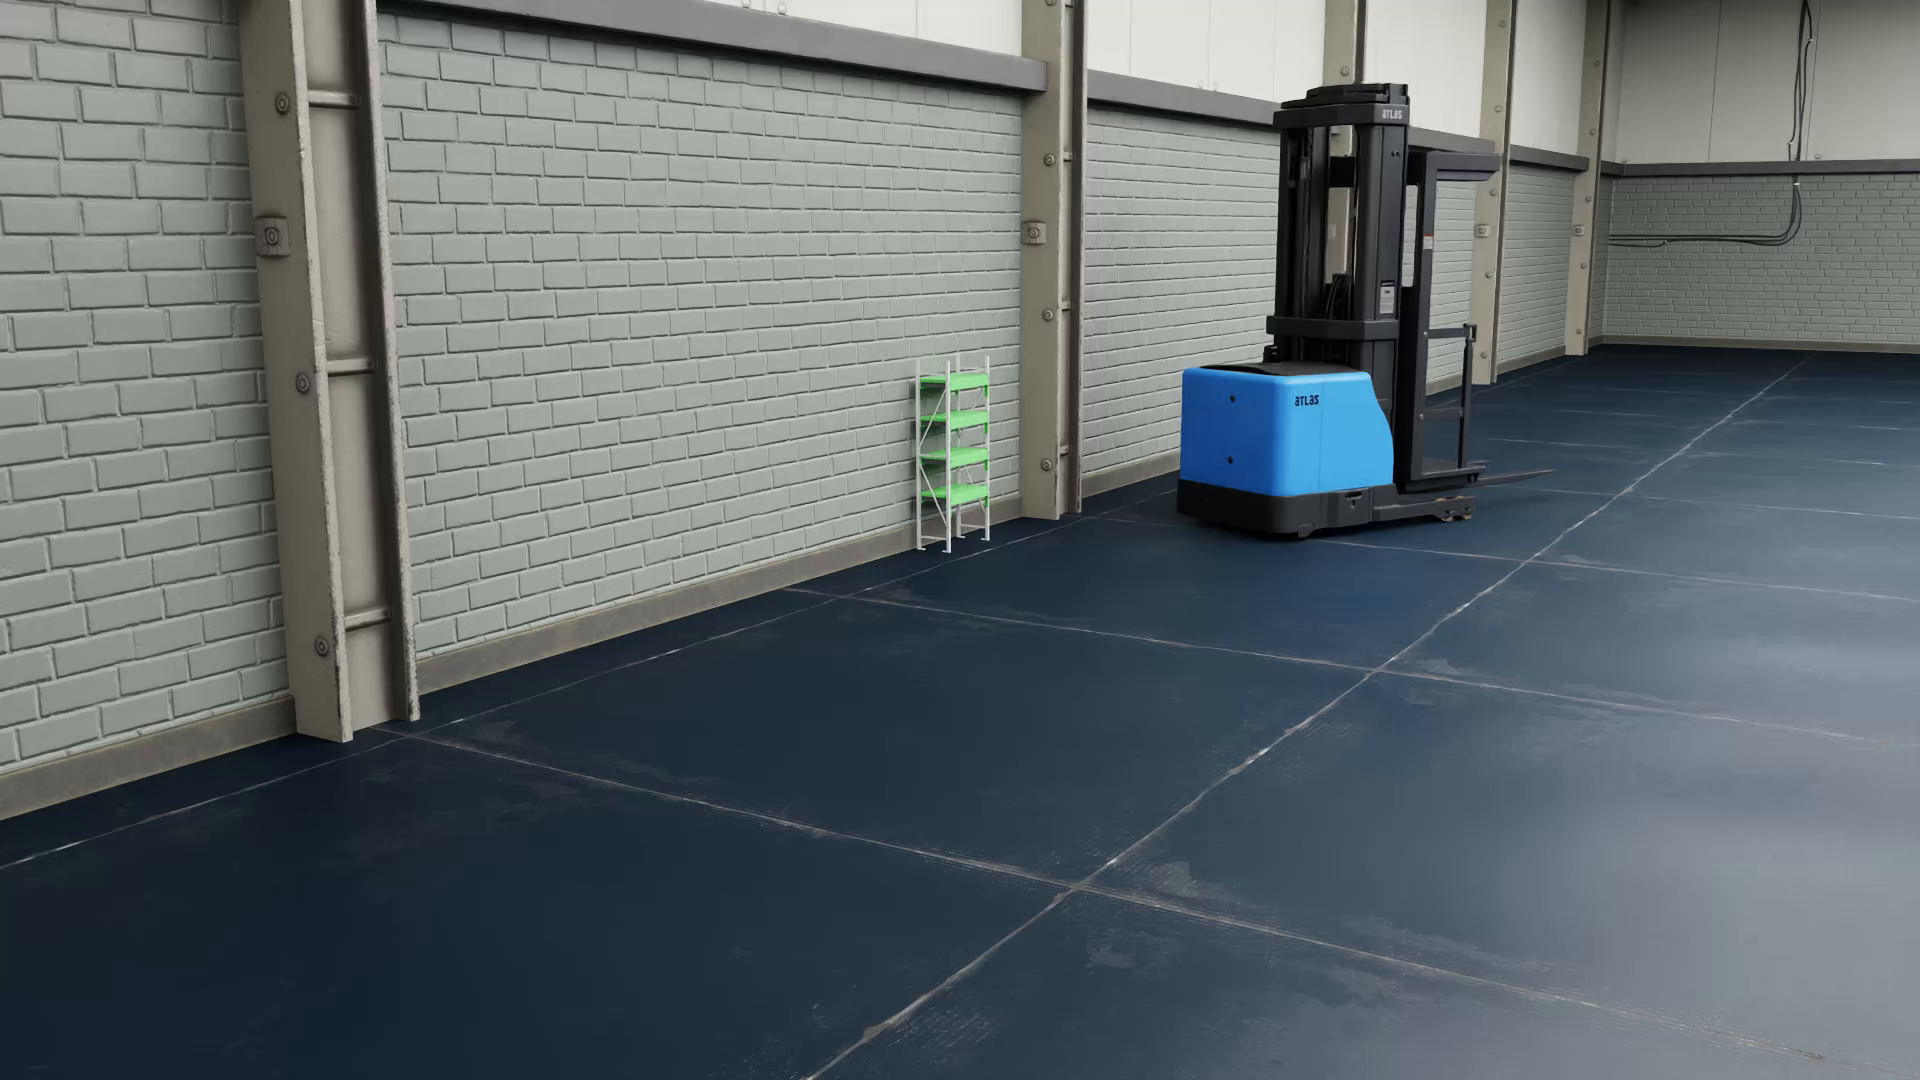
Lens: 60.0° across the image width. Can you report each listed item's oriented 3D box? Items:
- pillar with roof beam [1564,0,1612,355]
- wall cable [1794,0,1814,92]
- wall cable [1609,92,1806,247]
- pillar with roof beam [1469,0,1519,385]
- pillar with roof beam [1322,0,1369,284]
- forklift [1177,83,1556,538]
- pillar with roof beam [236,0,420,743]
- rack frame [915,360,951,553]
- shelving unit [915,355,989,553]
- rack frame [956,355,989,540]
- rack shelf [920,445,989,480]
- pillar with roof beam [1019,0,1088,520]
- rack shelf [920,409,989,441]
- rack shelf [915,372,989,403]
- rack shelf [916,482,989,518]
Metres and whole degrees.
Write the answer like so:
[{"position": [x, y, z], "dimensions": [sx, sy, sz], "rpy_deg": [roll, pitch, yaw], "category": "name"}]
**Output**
[{"position": [13.666, -7.029, 23.962], "dimensions": [9.100, 9.000, 0.400], "rpy_deg": [6, 12, 31], "category": "pillar with roof beam"}, {"position": [14.958, -8.475, 26.400], "dimensions": [3.097, 2.526, 0.112], "rpy_deg": [6, 12, 31], "category": "wall cable"}, {"position": [12.646, -6.251, 28.245], "dimensions": [3.097, 2.526, 0.112], "rpy_deg": [6, 12, 31], "category": "wall cable"}, {"position": [10.550, -6.086, 18.922], "dimensions": [9.100, 9.000, 0.400], "rpy_deg": [6, 12, 31], "category": "pillar with roof beam"}, {"position": [7.435, -5.142, 13.881], "dimensions": [9.100, 9.000, 0.400], "rpy_deg": [6, 12, 31], "category": "pillar with roof beam"}, {"position": [3.010, -1.639, 11.656], "dimensions": [3.031, 2.935, 1.130], "rpy_deg": [-7, 13, -33], "category": "forklift"}, {"position": [1.205, -3.255, 3.801], "dimensions": [9.100, 9.000, 0.400], "rpy_deg": [6, 12, 31], "category": "pillar with roof beam"}, {"position": [-0.168, -0.521, 10.389], "dimensions": [0.240, 1.200, 0.015], "rpy_deg": [6, 12, 30], "category": "rack frame"}, {"position": [-0.044, -0.560, 10.595], "dimensions": [0.258, 1.200, 0.503], "rpy_deg": [6, 12, 30], "category": "shelving unit"}, {"position": [0.081, -0.598, 10.801], "dimensions": [0.240, 1.200, 0.015], "rpy_deg": [6, 12, 30], "category": "rack frame"}, {"position": [-0.043, -0.497, 10.607], "dimensions": [0.258, 0.148, 0.480], "rpy_deg": [6, 12, 30], "category": "rack shelf"}, {"position": [4.320, -4.199, 8.841], "dimensions": [9.100, 9.000, 0.400], "rpy_deg": [6, 12, 31], "category": "pillar with roof beam"}, {"position": [-0.044, -0.733, 10.563], "dimensions": [0.258, 0.148, 0.480], "rpy_deg": [6, 12, 30], "category": "rack shelf"}, {"position": [-0.045, -0.969, 10.519], "dimensions": [0.258, 0.148, 0.480], "rpy_deg": [6, 12, 30], "category": "rack shelf"}, {"position": [-0.042, -0.261, 10.650], "dimensions": [0.258, 0.148, 0.480], "rpy_deg": [6, 12, 30], "category": "rack shelf"}]
